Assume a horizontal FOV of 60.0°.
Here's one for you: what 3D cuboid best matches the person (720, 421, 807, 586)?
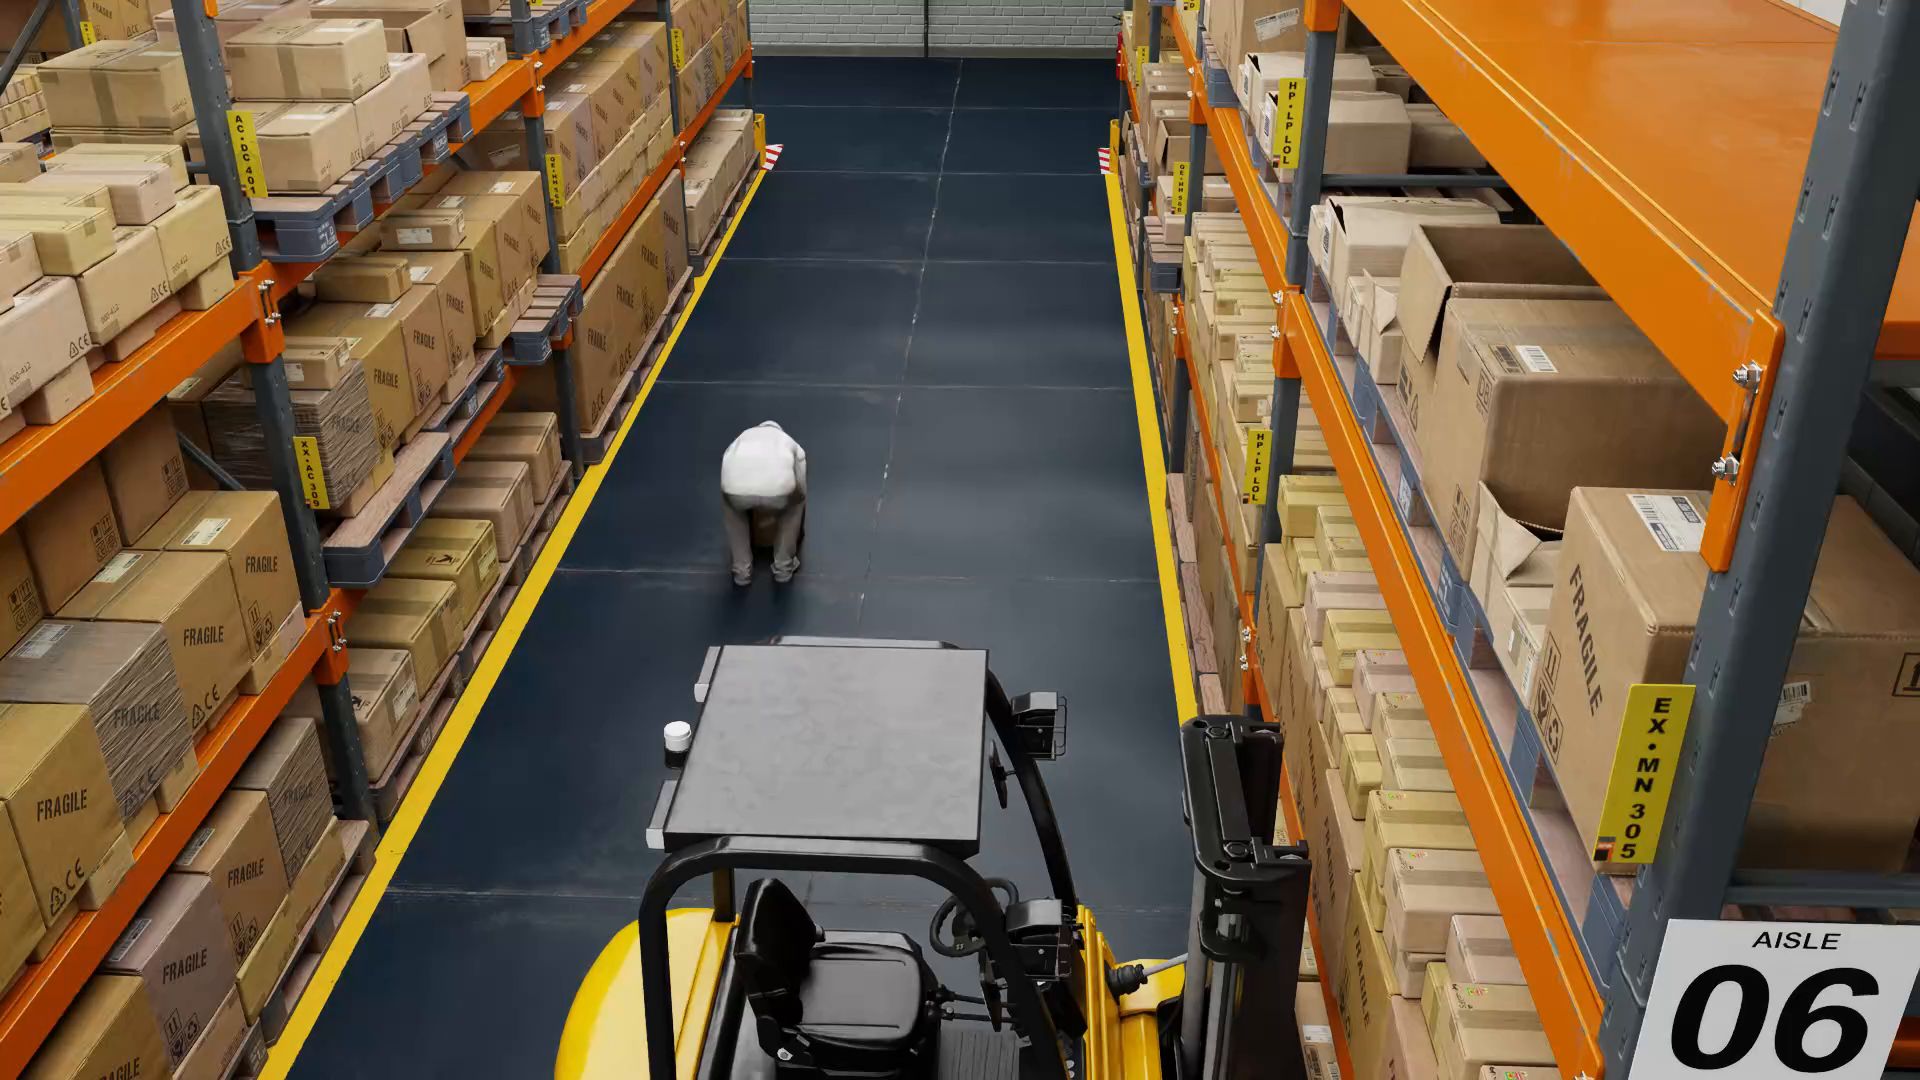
[{"bbox_3d":[-1.180,-0.265,10.017,0.501,0.915,0.976,0,28,0],"label":"person"}]
